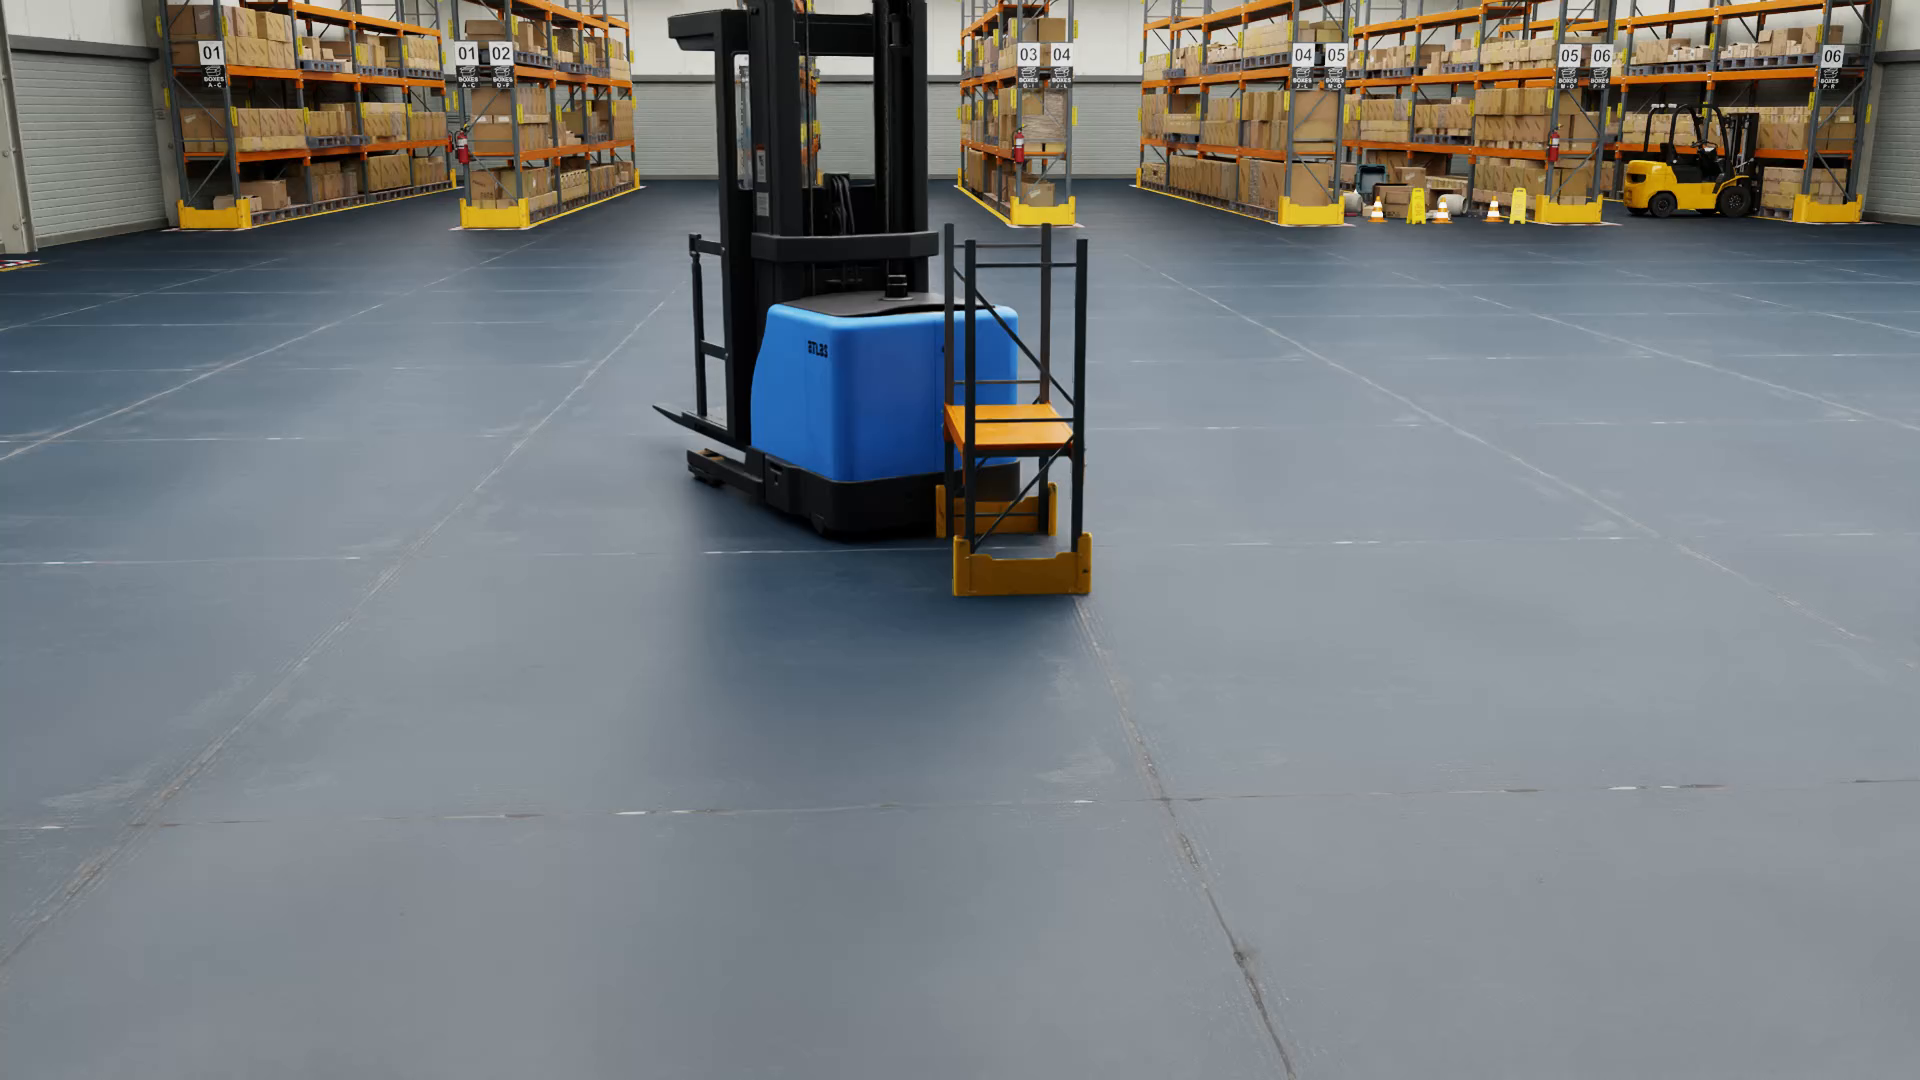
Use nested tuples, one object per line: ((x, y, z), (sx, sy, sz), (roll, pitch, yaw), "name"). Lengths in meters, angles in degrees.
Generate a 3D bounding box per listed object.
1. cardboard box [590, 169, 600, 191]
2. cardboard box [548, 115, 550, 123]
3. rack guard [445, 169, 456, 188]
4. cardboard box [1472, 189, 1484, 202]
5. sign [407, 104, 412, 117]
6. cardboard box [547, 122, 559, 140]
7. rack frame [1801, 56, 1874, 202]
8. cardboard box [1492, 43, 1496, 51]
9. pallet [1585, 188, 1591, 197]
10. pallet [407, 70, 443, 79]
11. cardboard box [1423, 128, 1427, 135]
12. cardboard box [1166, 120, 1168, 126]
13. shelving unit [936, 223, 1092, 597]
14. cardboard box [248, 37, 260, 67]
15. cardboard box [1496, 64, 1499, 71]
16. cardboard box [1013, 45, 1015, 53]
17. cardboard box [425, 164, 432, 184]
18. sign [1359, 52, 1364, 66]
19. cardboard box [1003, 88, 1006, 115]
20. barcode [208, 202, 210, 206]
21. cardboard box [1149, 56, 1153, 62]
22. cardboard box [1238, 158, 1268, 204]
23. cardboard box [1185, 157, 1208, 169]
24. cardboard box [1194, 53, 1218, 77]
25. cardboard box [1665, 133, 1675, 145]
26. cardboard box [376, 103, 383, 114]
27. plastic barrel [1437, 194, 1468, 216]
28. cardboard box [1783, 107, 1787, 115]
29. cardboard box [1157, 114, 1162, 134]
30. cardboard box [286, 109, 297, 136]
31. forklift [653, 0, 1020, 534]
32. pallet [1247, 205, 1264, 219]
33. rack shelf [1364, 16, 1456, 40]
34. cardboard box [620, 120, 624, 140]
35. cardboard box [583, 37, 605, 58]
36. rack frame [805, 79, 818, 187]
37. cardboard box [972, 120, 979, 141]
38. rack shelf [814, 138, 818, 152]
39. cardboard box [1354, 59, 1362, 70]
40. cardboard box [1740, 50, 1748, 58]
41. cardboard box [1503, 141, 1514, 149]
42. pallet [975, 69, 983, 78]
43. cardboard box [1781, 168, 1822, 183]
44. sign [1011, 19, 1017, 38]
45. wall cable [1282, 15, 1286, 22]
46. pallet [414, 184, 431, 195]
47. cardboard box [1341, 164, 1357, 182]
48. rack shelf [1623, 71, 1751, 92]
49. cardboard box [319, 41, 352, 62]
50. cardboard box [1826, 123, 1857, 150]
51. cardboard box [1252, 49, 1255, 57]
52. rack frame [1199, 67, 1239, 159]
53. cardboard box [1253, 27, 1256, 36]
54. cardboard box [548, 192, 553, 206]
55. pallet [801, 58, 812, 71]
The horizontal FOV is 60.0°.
((-8.639, -8.341, 38.559), (0.500, 0.500, 0.500), (-1, 14, -5), "cardboard box")
((-8.380, -8.394, 33.130), (0.380, 0.149, 0.250), (-1, 14, -3), "cardboard box")
((-14.299, -9.798, 45.106), (1.175, 0.500, 0.348), (-1, 14, -3), "rack guard")
((10.935, -7.122, 34.362), (0.500, 0.250, 0.500), (-2, 15, -6), "cardboard box")
((-13.509, -10.541, 40.812), (0.100, 0.325, 0.005), (-1, 14, -3), "sign")
((-8.674, -8.467, 34.713), (0.500, 0.500, 0.500), (0, 14, 1), "cardboard box")
((16.370, -7.484, 31.093), (1.000, 3.000, 0.127), (-1, 14, -3), "rack frame")
((10.914, -9.905, 33.387), (0.380, 0.149, 0.250), (-1, 14, -5), "cardboard box")
((15.793, -8.612, 41.074), (1.003, 0.211, 1.213), (-1, 14, -3), "pallet")
((-14.242, -12.228, 43.692), (1.003, 0.211, 1.213), (-1, 14, -3), "pallet")
((10.710, -9.254, 37.636), (0.380, 0.149, 0.250), (-2, 15, -7), "cardboard box")
((5.321, -10.345, 41.279), (0.380, 0.149, 0.250), (-1, 14, -5), "cardboard box")
((0.222, -0.624, 7.440), (0.587, 1.500, 1.083), (-1, 14, -5), "shelving unit")
((-13.112, -8.885, 30.278), (0.500, 0.500, 0.500), (0, 14, -1), "cardboard box")
((11.029, -9.525, 33.510), (0.380, 0.149, 0.250), (-1, 14, -3), "cardboard box")
((1.171, -9.024, 30.559), (0.380, 0.149, 0.250), (-2, 15, -6), "cardboard box")
((-14.052, -9.441, 42.875), (0.700, 0.500, 0.500), (-1, 14, -2), "cardboard box")
((10.118, -12.123, 41.908), (0.100, 0.325, 0.005), (-1, 14, -3), "sign")
((1.114, -8.560, 32.473), (0.500, 0.500, 0.500), (-1, 14, -3), "cardboard box")
((-13.660, -6.111, 30.252), (0.001, 0.075, 0.075), (-1, 14, -3), "barcode")
((5.239, -12.822, 44.320), (0.380, 0.149, 0.250), (-1, 14, -3), "cardboard box")
((6.203, -7.316, 33.864), (0.875, 0.875, 0.875), (-1, 14, -3), "cardboard box")
((5.640, -8.942, 39.428), (0.500, 0.250, 0.500), (-1, 14, -3), "cardboard box")
((5.697, -10.934, 38.280), (0.500, 0.500, 0.500), (-1, 14, -3), "cardboard box")
((15.793, -8.776, 36.417), (0.500, 0.250, 0.500), (-1, 14, -3), "cardboard box")
((-13.642, -9.954, 38.350), (0.500, 0.250, 0.500), (-1, 14, -3), "cardboard box")
((9.777, -6.649, 33.018), (0.512, 0.421, 0.421), (10, 18, 35), "plastic barrel")
((16.106, -8.265, 32.029), (0.380, 0.149, 0.250), (-1, 14, -3), "cardboard box")
((5.395, -10.727, 42.899), (0.500, 0.500, 0.500), (-1, 14, -5), "cardboard box")
((-13.180, -8.082, 32.174), (0.500, 0.500, 0.500), (-1, 14, -4), "cardboard box")
((-0.876, -1.770, 9.022), (1.130, 2.935, 3.031), (-8, 17, -29), "forklift")
((6.281, -6.455, 32.689), (1.003, 0.211, 1.213), (-1, 14, -3), "pallet")
((10.796, -12.257, 39.850), (1.077, 0.370, 4.000), (-1, 14, -3), "rack shelf")
((-8.929, -10.517, 42.681), (0.500, 0.500, 0.500), (-1, 14, -4), "cardboard box")
((-9.174, -12.191, 41.162), (0.700, 0.500, 0.500), (-1, 14, -3), "cardboard box")
((-4.410, -11.156, 45.366), (1.000, 3.000, 0.127), (-1, 14, -3), "rack frame")
((0.560, -10.168, 41.324), (0.500, 0.500, 0.500), (-1, 14, -3), "cardboard box")
((-4.286, -10.310, 43.522), (1.077, 0.370, 4.000), (-1, 14, -3), "rack shelf")
((10.313, -12.184, 42.567), (0.396, 0.266, 0.258), (0, 14, -2), "cardboard box")
((15.894, -9.754, 33.357), (0.380, 0.149, 0.250), (0, 14, -2), "cardboard box")
((10.981, -7.816, 32.887), (0.380, 0.149, 0.250), (-1, 14, -4), "cardboard box")
((0.864, -11.041, 39.280), (1.003, 0.211, 1.213), (0, 14, -1), "pallet")
((16.030, -6.950, 31.685), (0.500, 0.250, 0.500), (0, 14, -2), "cardboard box")
((0.970, -9.131, 29.699), (0.100, 0.325, 0.005), (-1, 14, -3), "sign")
((9.791, -15.701, 50.991), (0.463, 3.000, 0.029), (-1, 14, -3), "wall cable")
((-14.019, -8.848, 41.992), (1.003, 0.211, 1.213), (-1, 14, -3), "pallet")
((10.684, -9.734, 44.137), (0.875, 0.438, 0.875), (-1, 14, -5), "cardboard box")
((15.998, -10.080, 36.609), (1.077, 0.370, 4.000), (-1, 14, -3), "rack shelf")
((-13.889, -10.845, 37.054), (0.700, 0.500, 0.500), (-2, 15, -8), "cardboard box")
((16.616, -7.660, 31.576), (0.500, 0.500, 0.500), (0, 14, -2), "cardboard box")
((5.964, -9.598, 32.750), (0.380, 0.149, 0.250), (-1, 14, -4), "cardboard box")
((5.986, -9.294, 38.130), (1.000, 3.000, 0.127), (-1, 14, -3), "rack frame")
((5.965, -9.983, 32.648), (0.380, 0.149, 0.250), (-1, 14, -4), "cardboard box")
((-8.343, -6.731, 32.844), (0.500, 0.250, 0.500), (-1, 14, -3), "cardboard box")
((-3.524, -9.355, 32.725), (1.213, 0.211, 1.003), (-1, 14, -3), "pallet")
